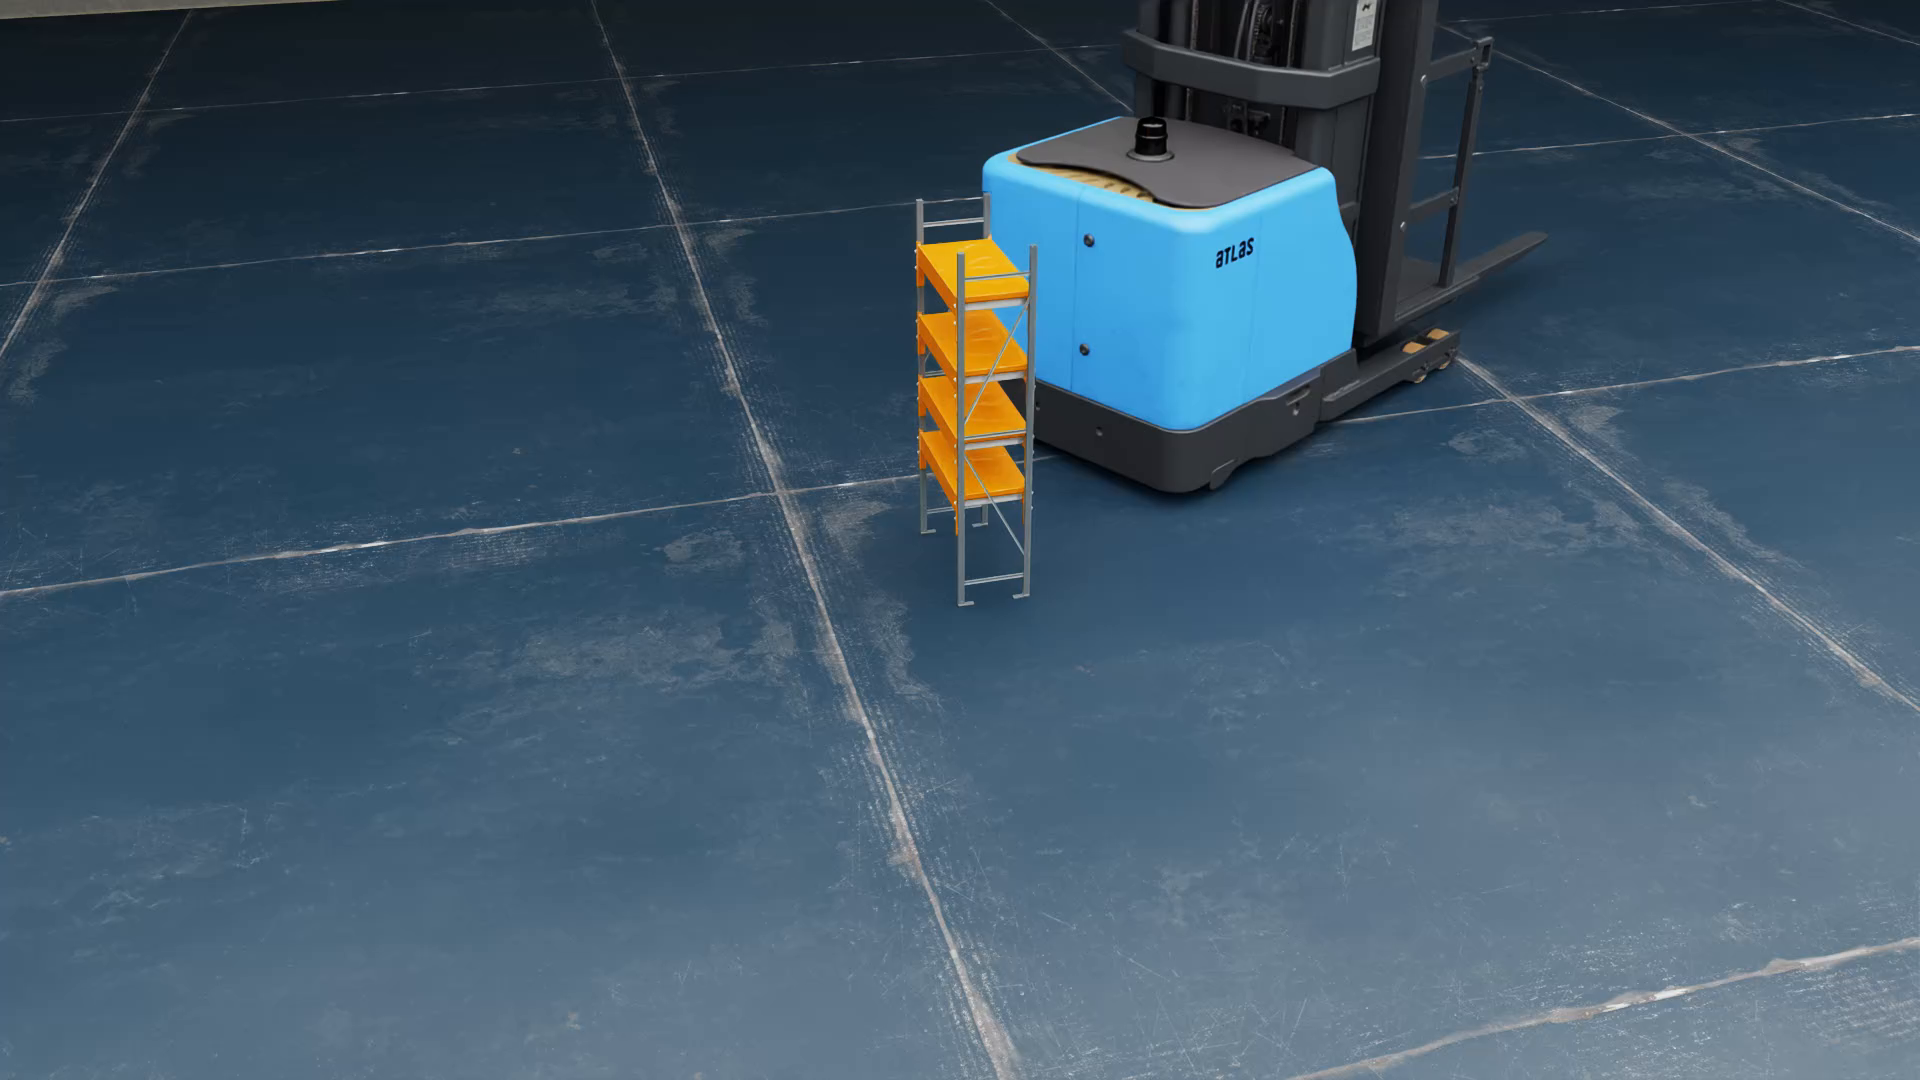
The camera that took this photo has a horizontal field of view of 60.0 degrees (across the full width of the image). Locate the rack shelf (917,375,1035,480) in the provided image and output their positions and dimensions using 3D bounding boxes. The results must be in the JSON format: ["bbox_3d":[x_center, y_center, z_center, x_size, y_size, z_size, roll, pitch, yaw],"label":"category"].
[{"bbox_3d":[0.044,-0.381,5.345,0.258,0.148,0.480,-8,31,-13],"label":"rack shelf"}]

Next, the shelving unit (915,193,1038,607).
[{"bbox_3d":[0.044,-0.439,5.311,0.258,1.200,0.503,-8,31,-13],"label":"shelving unit"}]

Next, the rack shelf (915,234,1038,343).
[{"bbox_3d":[0.044,-0.779,5.114,0.258,0.148,0.480,-8,31,-13],"label":"rack shelf"}]

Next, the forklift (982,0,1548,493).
[{"bbox_3d":[1.455,-2.077,6.412,1.130,2.935,3.031,26,39,37],"label":"forklift"}]

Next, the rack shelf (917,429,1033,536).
[{"bbox_3d":[0.044,-0.209,5.444,0.258,0.148,0.480,-8,31,-13],"label":"rack shelf"}]

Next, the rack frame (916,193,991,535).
[{"bbox_3d":[-0.021,-0.557,5.515,0.240,1.200,0.015,-8,31,-13],"label":"rack frame"}]

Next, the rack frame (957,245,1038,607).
[{"bbox_3d":[0.109,-0.321,5.108,0.240,1.200,0.015,-8,31,-13],"label":"rack frame"}]

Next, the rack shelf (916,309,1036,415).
[{"bbox_3d":[0.044,-0.575,5.233,0.258,0.148,0.480,-8,31,-13],"label":"rack shelf"}]
